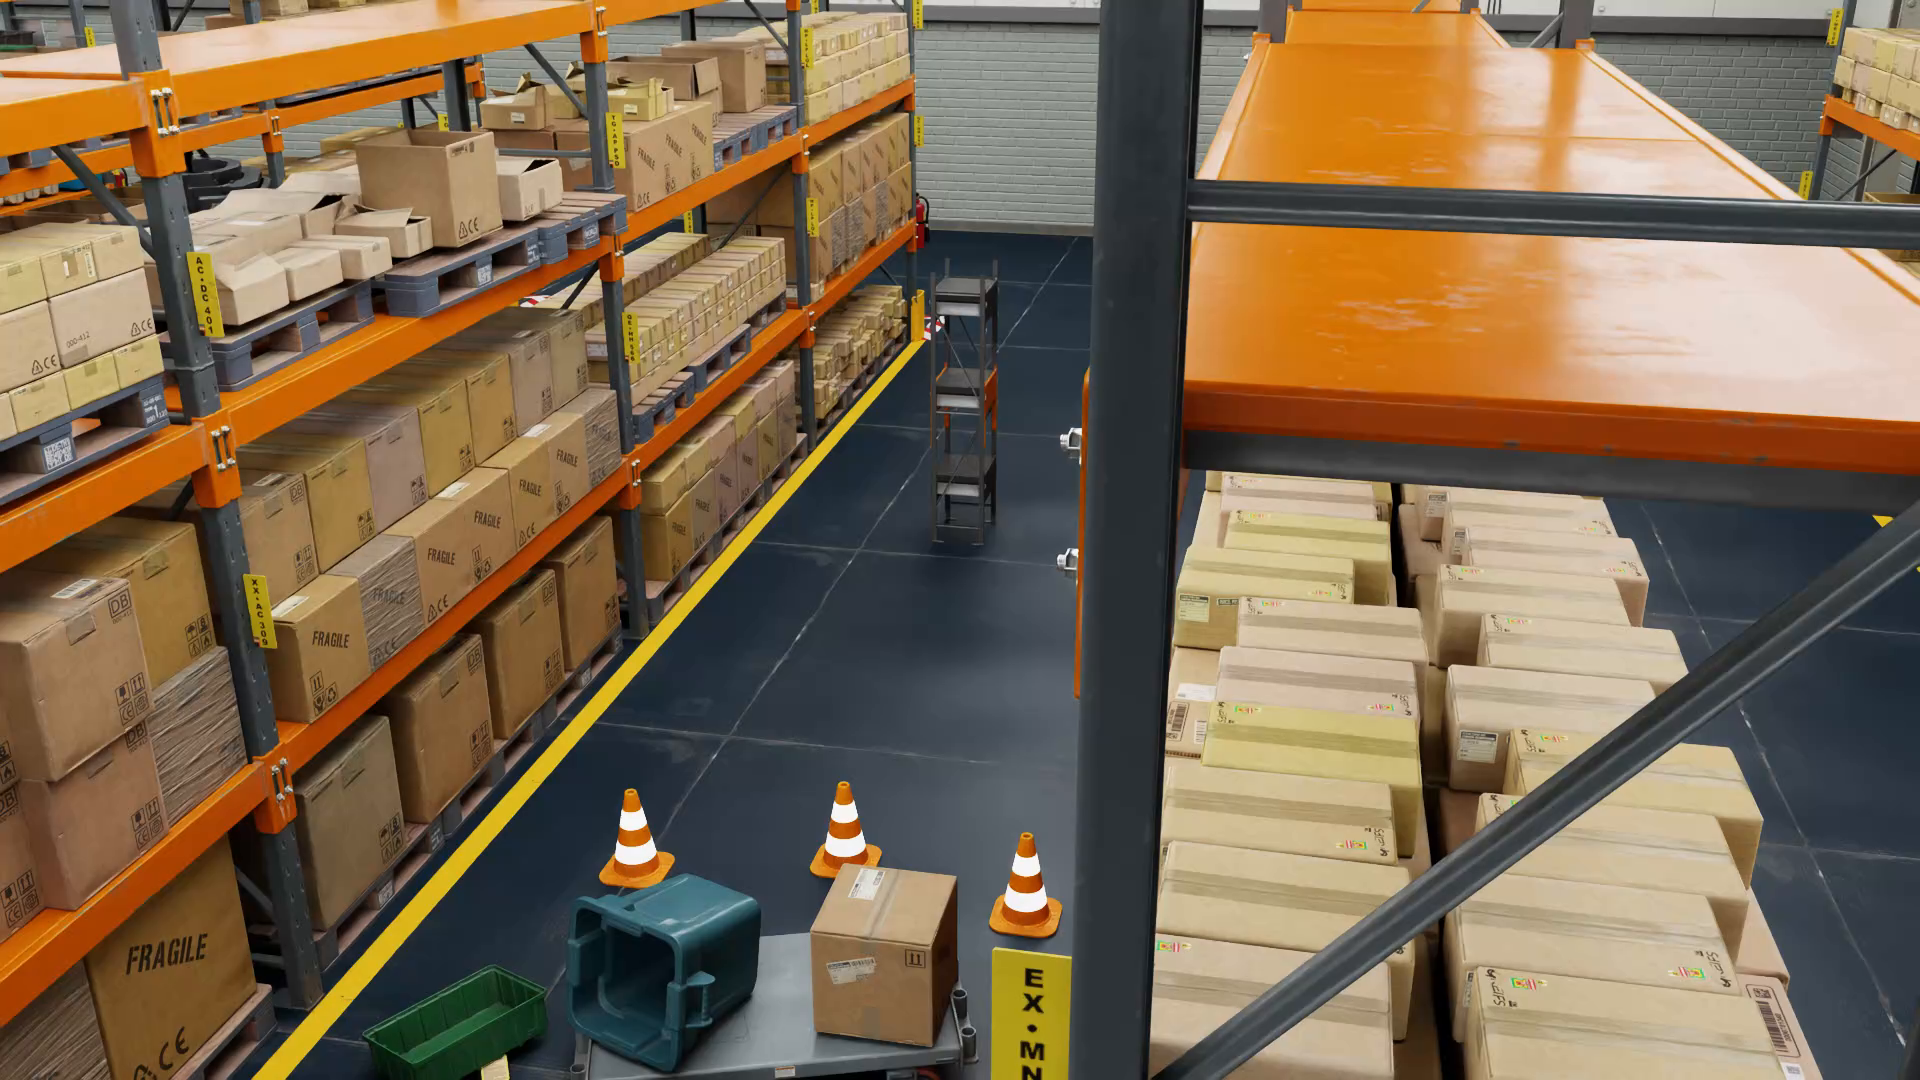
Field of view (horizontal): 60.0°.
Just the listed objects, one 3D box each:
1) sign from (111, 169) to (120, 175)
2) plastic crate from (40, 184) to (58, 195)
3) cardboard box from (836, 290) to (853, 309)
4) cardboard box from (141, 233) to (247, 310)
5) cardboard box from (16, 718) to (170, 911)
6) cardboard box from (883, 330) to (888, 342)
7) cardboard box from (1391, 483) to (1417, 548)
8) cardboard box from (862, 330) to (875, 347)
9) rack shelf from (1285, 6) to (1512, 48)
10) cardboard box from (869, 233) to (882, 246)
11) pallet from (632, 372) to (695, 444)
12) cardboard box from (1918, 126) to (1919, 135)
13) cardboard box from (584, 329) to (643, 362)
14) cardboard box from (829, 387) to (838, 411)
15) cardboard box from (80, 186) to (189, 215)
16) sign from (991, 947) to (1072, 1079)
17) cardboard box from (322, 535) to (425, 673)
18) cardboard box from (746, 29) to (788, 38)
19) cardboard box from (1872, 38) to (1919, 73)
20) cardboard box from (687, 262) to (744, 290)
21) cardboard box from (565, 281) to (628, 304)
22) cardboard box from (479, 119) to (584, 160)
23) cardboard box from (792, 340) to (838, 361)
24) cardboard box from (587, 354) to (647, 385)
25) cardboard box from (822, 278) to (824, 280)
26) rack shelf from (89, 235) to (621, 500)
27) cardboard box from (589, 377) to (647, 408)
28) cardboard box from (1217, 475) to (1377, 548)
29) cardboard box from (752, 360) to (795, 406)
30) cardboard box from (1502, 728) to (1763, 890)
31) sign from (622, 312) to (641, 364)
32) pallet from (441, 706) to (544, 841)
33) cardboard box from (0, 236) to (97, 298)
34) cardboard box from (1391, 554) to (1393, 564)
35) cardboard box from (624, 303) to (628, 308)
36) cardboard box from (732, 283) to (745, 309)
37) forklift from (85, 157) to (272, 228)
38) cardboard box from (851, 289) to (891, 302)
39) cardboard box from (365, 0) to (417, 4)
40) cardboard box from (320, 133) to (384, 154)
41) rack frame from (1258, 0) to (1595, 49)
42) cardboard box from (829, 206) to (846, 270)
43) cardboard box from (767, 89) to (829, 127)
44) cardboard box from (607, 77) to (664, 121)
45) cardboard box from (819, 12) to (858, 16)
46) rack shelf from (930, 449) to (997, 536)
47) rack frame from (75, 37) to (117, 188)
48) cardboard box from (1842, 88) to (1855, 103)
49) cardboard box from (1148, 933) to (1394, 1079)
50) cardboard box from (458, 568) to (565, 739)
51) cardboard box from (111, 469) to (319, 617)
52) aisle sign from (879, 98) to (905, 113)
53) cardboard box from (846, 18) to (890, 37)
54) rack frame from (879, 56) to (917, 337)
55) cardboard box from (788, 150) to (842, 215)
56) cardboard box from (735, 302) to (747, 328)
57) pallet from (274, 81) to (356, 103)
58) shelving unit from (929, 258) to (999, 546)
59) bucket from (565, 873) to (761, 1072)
[{"bbox_3d":[-10.116,-4.529,19.866,0.100,0.325,0.005,4,22,11],"label":"sign"},{"bbox_3d":[-10.647,-4.083,19.250,0.396,0.136,0.243,4,22,11],"label":"plastic crate"},{"bbox_3d":[-1.352,-2.570,17.677,0.380,0.149,0.250,5,22,12],"label":"cardboard box"},{"bbox_3d":[-3.435,-1.142,7.164,0.500,0.250,0.500,5,22,11],"label":"cardboard box"},{"bbox_3d":[-3.577,0.961,6.252,0.875,0.550,0.550,4,22,11],"label":"cardboard box"},{"bbox_3d":[-0.969,-2.169,17.479,0.380,0.149,0.250,4,22,11],"label":"cardboard box"},{"bbox_3d":[1.515,-0.061,4.777,0.500,0.250,0.500,4,22,10],"label":"cardboard box"},{"bbox_3d":[-1.071,-2.020,16.709,0.380,0.149,0.250,6,23,14],"label":"cardboard box"},{"bbox_3d":[1.852,-1.963,7.181,1.077,0.370,4.000,4,22,11],"label":"rack shelf"},{"bbox_3d":[-1.000,-3.070,16.796,0.380,0.149,0.250,3,22,9],"label":"cardboard box"},{"bbox_3d":[-2.566,-0.951,11.457,1.213,0.211,1.003,4,22,11],"label":"pallet"},{"bbox_3d":[7.974,-3.318,13.397,0.380,0.149,0.250,5,23,13],"label":"cardboard box"},{"bbox_3d":[-2.322,-1.281,10.998,0.380,0.149,0.250,4,22,11],"label":"cardboard box"},{"bbox_3d":[-1.347,-1.313,15.351,0.380,0.149,0.250,5,22,13],"label":"cardboard box"},{"bbox_3d":[-6.899,-2.677,14.008,0.797,0.503,0.637,5,22,12],"label":"cardboard box"},{"bbox_3d":[0.088,0.643,2.041,0.100,0.325,0.005,4,22,11],"label":"sign"},{"bbox_3d":[-2.950,0.289,7.988,0.500,0.500,0.500,5,22,11],"label":"cardboard box"},{"bbox_3d":[-1.756,-4.583,15.201,0.380,0.149,0.250,4,22,11],"label":"cardboard box"},{"bbox_3d":[8.204,-4.159,14.283,0.500,0.250,0.500,4,22,10],"label":"cardboard box"},{"bbox_3d":[-1.897,-2.048,12.902,0.380,0.149,0.250,4,22,9],"label":"cardboard box"},{"bbox_3d":[-2.690,-1.812,12.317,0.380,0.149,0.250,6,23,14],"label":"cardboard box"},{"bbox_3d":[-2.739,-2.437,10.741,0.500,0.500,0.500,4,22,11],"label":"cardboard box"},{"bbox_3d":[-1.369,-1.782,15.722,0.380,0.149,0.250,4,22,10],"label":"cardboard box"},{"bbox_3d":[-2.312,-1.149,11.067,0.380,0.149,0.250,5,23,13],"label":"cardboard box"},{"bbox_3d":[-1.432,-2.296,14.877,0.380,0.149,0.250,5,22,12],"label":"cardboard box"},{"bbox_3d":[-3.015,-1.098,8.511,1.077,0.370,4.000,4,22,11],"label":"rack shelf"},{"bbox_3d":[-2.318,-0.998,11.090,0.380,0.149,0.250,4,22,10],"label":"cardboard box"},{"bbox_3d":[0.848,-0.042,4.196,0.380,0.149,0.250,4,22,10],"label":"cardboard box"},{"bbox_3d":[-1.695,-1.326,13.910,0.500,0.250,0.500,4,22,9],"label":"cardboard box"},{"bbox_3d":[1.171,0.469,2.927,0.380,0.149,0.250,4,22,11],"label":"cardboard box"},{"bbox_3d":[-2.063,-1.267,10.435,0.100,0.325,0.005,4,22,11],"label":"sign"},{"bbox_3d":[-3.093,1.250,9.468,1.003,0.211,1.213,4,22,11],"label":"pallet"},{"bbox_3d":[-3.237,-0.944,5.740,0.380,0.149,0.250,4,22,11],"label":"cardboard box"},{"bbox_3d":[1.413,0.166,4.748,0.380,0.149,0.250,4,22,9],"label":"cardboard box"},{"bbox_3d":[-2.691,-1.675,12.373,0.380,0.149,0.250,5,22,12],"label":"cardboard box"},{"bbox_3d":[-1.890,-1.908,12.951,0.380,0.149,0.250,3,22,8],"label":"cardboard box"},{"bbox_3d":[-5.571,-1.142,11.766,3.031,2.935,1.130,-7,23,-17],"label":"forklift"},{"bbox_3d":[-0.942,-2.545,17.615,0.380,0.149,0.250,5,22,12],"label":"cardboard box"},{"bbox_3d":[-6.096,-5.400,17.402,0.700,0.500,0.500,4,22,9],"label":"cardboard box"},{"bbox_3d":[-6.373,-4.001,17.571,0.500,0.500,0.500,4,22,9],"label":"cardboard box"},{"bbox_3d":[1.443,-1.751,5.155,1.000,3.000,0.127,4,22,11],"label":"rack frame"},{"bbox_3d":[-1.349,-2.762,15.164,0.500,0.500,0.500,4,22,11],"label":"cardboard box"},{"bbox_3d":[-1.438,-3.705,14.224,0.500,0.250,0.500,6,23,14],"label":"cardboard box"},{"bbox_3d":[-2.149,-2.880,10.815,0.396,0.266,0.258,4,22,11],"label":"cardboard box"},{"bbox_3d":[-1.263,-5.335,17.067,0.380,0.149,0.250,4,22,10],"label":"cardboard box"},{"bbox_3d":[0.034,-0.373,12.878,0.431,0.518,0.480,4,22,11],"label":"rack shelf"},{"bbox_3d":[-10.658,-4.490,19.986,1.000,3.000,0.127,4,22,11],"label":"rack frame"},{"bbox_3d":[8.459,-4.156,15.478,0.380,0.149,0.250,5,22,12],"label":"cardboard box"},{"bbox_3d":[0.407,0.704,2.344,0.380,0.149,0.250,5,22,11],"label":"cardboard box"},{"bbox_3d":[-2.994,0.613,9.765,1.050,0.750,0.750,5,22,12],"label":"cardboard box"},{"bbox_3d":[-3.327,-0.001,7.368,0.700,0.500,0.500,4,22,10],"label":"cardboard box"},{"bbox_3d":[-0.666,-4.907,17.542,0.394,0.787,0.004,4,22,11],"label":"aisle sign"},{"bbox_3d":[-0.900,-5.010,16.261,0.380,0.149,0.250,5,22,12],"label":"cardboard box"},{"bbox_3d":[-0.974,-3.697,18.018,1.000,3.000,0.127,4,22,11],"label":"rack frame"},{"bbox_3d":[-1.369,-3.220,14.962,0.500,0.500,0.500,4,22,9],"label":"cardboard box"},{"bbox_3d":[-1.886,-1.772,13.013,0.380,0.149,0.250,3,22,9],"label":"cardboard box"},{"bbox_3d":[-6.448,-4.298,15.614,1.003,0.211,1.213,4,22,11],"label":"pallet"},{"bbox_3d":[0.034,-1.035,12.612,0.431,2.100,0.503,4,22,11],"label":"shelving unit"},{"bbox_3d":[-1.194,1.730,6.889,0.726,0.611,0.620,13,15,29],"label":"bucket"}]
